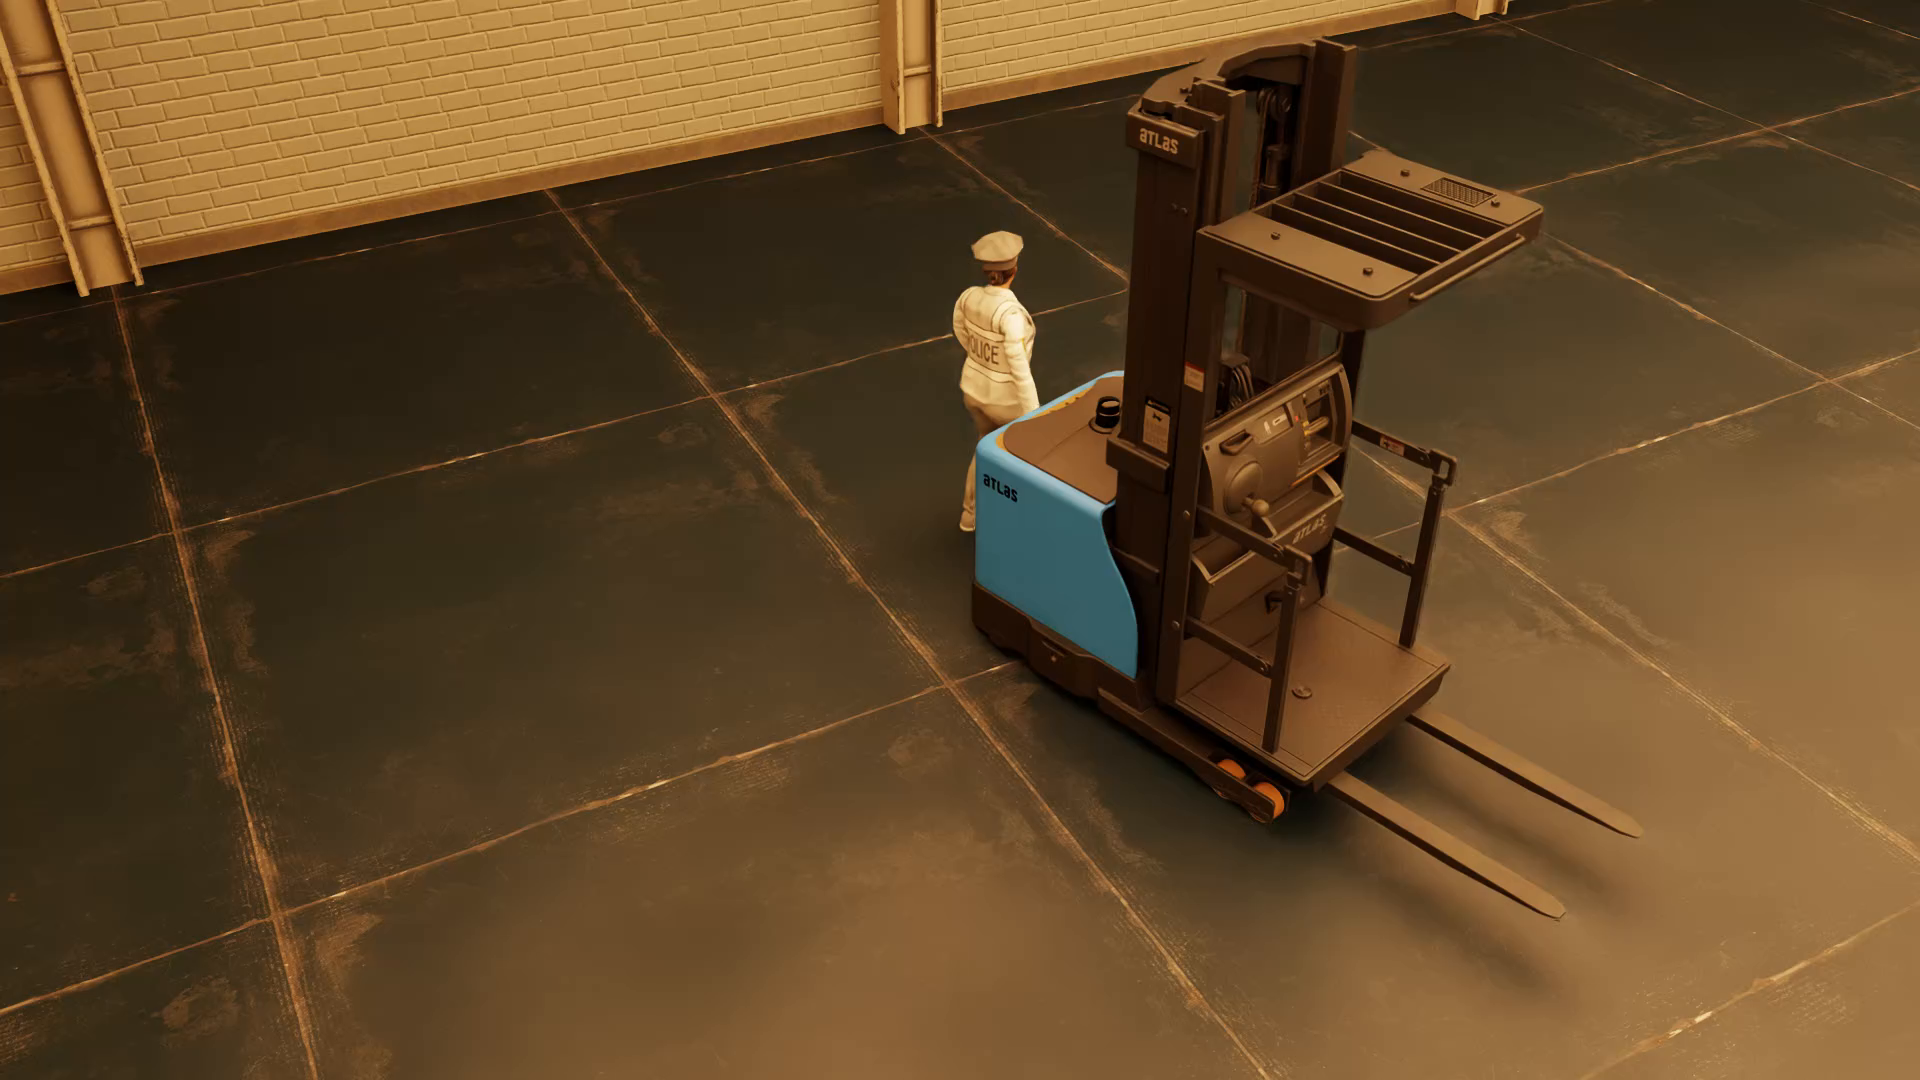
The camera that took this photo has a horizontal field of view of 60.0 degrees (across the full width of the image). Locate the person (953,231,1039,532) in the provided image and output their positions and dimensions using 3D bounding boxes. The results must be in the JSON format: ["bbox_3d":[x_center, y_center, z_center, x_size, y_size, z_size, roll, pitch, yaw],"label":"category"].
[{"bbox_3d":[0.294,-0.782,8.362,0.623,1.620,0.697,-26,43,-32],"label":"person"}]

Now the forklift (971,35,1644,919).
[{"bbox_3d":[1.441,-0.350,6.619,1.130,2.935,3.031,-29,45,-35],"label":"forklift"}]
